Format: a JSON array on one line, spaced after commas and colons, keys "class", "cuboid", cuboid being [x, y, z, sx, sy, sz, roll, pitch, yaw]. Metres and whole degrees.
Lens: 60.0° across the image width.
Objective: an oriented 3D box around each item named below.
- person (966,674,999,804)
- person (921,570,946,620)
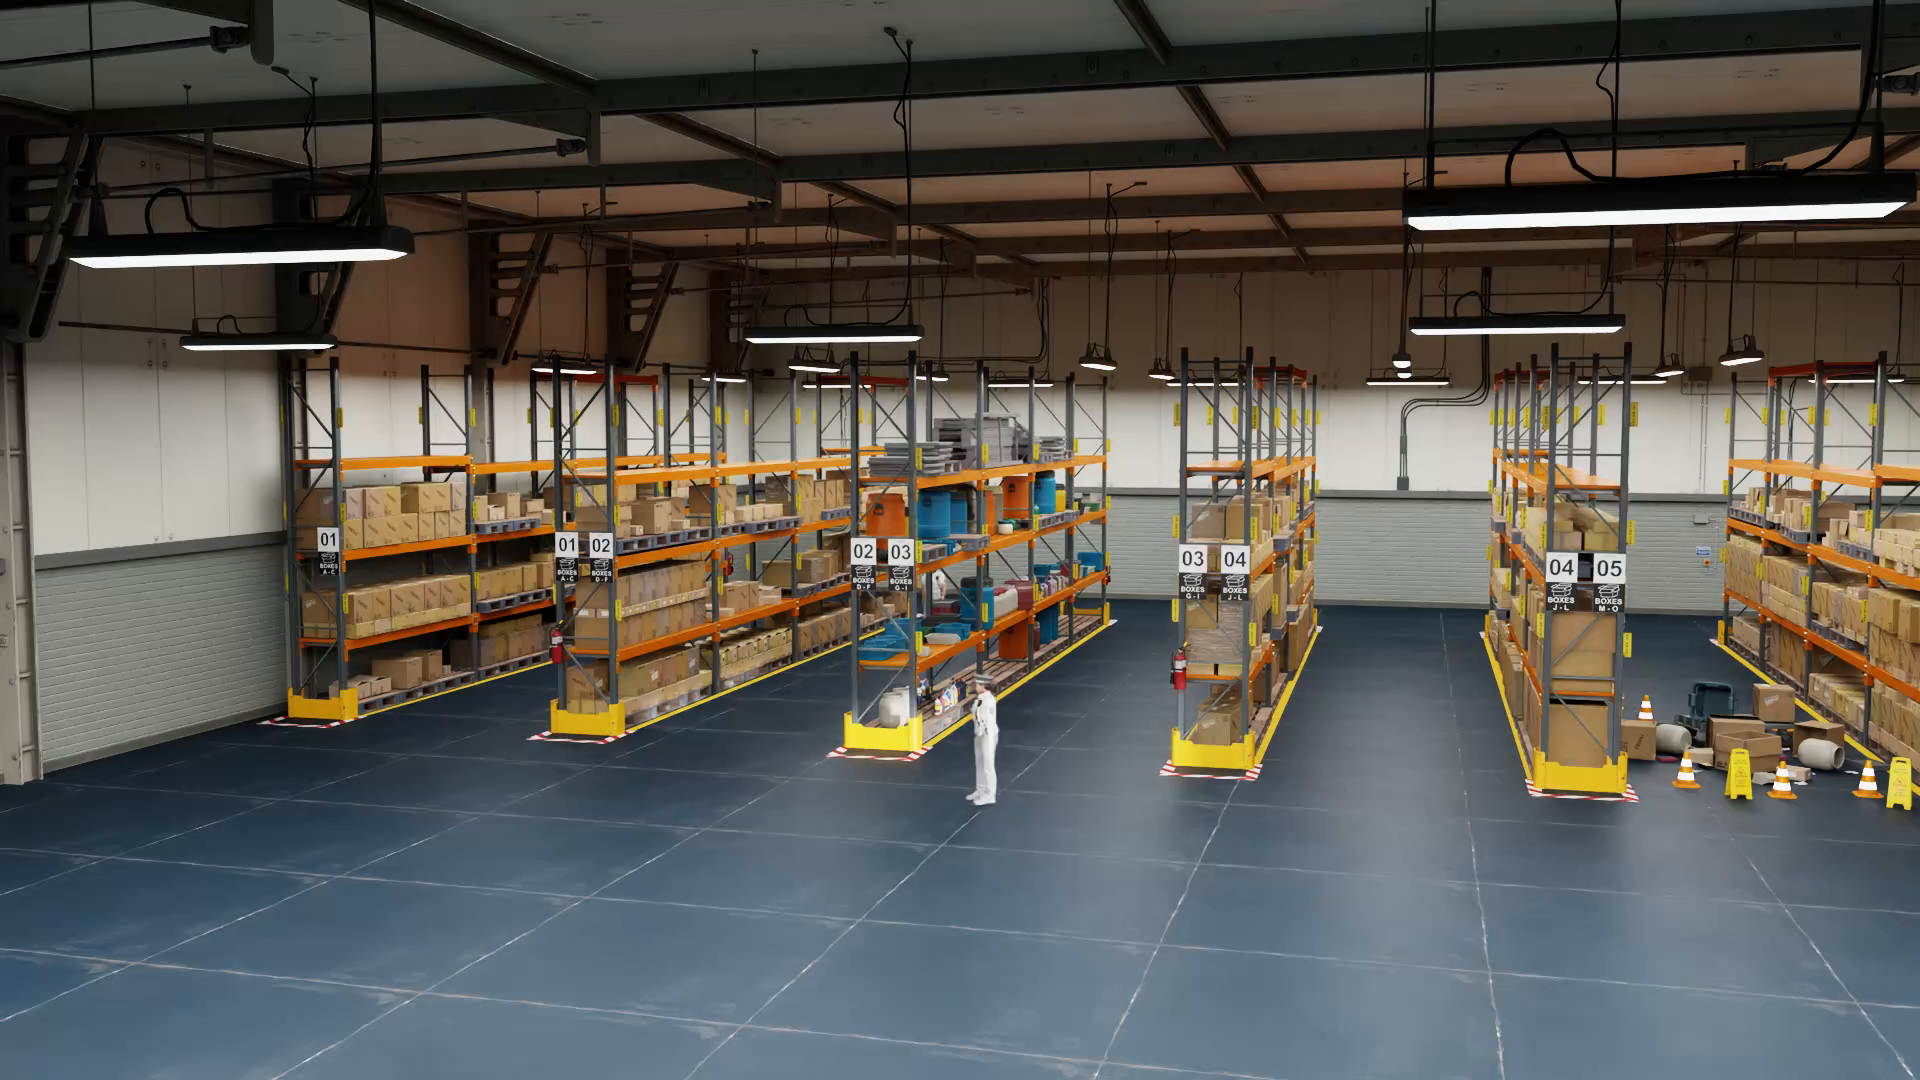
[{"class": "person", "cuboid": [0.292, 2.575, 21.633, 0.392, 1.674, 0.523, -1, 4, -19]}, {"class": "person", "cuboid": [-0.622, 1.317, 38.277, 0.628, 1.719, 1.060, 1, 4, 14]}]
